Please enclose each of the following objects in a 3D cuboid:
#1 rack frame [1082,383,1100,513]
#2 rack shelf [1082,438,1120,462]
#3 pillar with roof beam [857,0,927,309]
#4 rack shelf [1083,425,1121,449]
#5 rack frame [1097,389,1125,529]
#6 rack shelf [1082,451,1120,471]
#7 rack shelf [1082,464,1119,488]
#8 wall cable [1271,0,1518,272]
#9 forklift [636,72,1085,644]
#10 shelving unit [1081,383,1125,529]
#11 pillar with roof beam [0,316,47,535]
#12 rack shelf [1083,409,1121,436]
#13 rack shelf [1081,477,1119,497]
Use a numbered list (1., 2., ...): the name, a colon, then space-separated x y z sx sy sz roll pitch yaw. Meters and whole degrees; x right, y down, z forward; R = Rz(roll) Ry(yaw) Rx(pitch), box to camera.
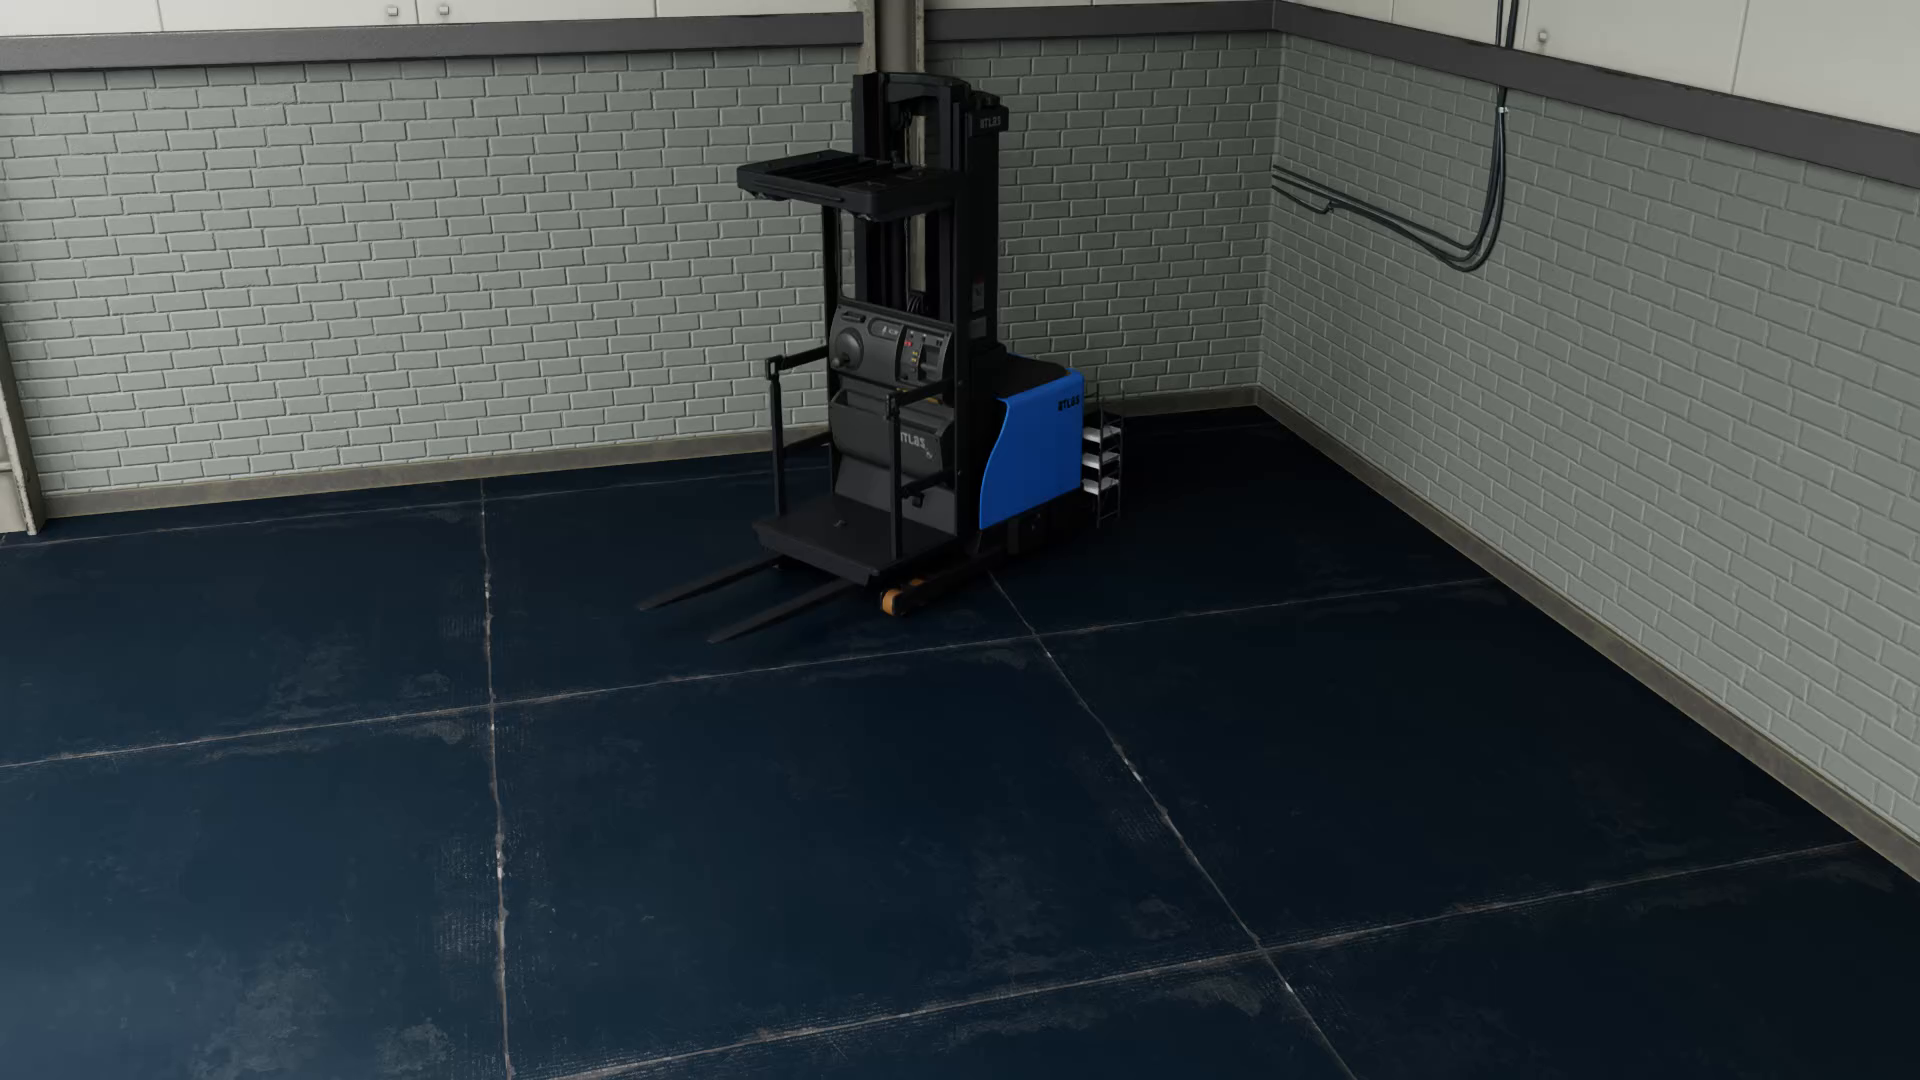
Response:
1. rack frame: 0.831 -0.576 10.952 0.006 0.900 0.240 19 30 37
2. rack shelf: 0.907 -0.602 10.868 0.200 0.077 0.258 19 30 37
3. pillar with roof beam: 0.695 -3.215 6.831 0.400 9.000 9.100 -6 24 -14
4. rack shelf: 0.907 -0.685 10.832 0.200 0.077 0.258 19 30 37
5. rack frame: 0.983 -0.523 10.828 0.006 0.900 0.240 19 30 37
6. rack shelf: 0.907 -0.519 10.903 0.200 0.077 0.258 19 30 37
7. rack shelf: 0.907 -0.436 10.939 0.200 0.077 0.258 19 30 37
8. wall cable: 2.725 -3.234 10.814 0.112 2.526 3.097 -6 24 -14
9. forklift: -0.555 -1.122 9.649 1.130 2.935 3.031 20 30 38
10. shelving unit: 0.907 -0.550 10.890 0.210 0.900 0.258 19 30 37
11. pillar with roof beam: -5.082 -2.576 5.342 0.400 9.000 9.100 -6 24 -14
12. rack shelf: 0.907 -0.767 10.797 0.200 0.077 0.258 19 30 37
13. rack shelf: 0.907 -0.354 10.974 0.200 0.077 0.258 19 30 37
